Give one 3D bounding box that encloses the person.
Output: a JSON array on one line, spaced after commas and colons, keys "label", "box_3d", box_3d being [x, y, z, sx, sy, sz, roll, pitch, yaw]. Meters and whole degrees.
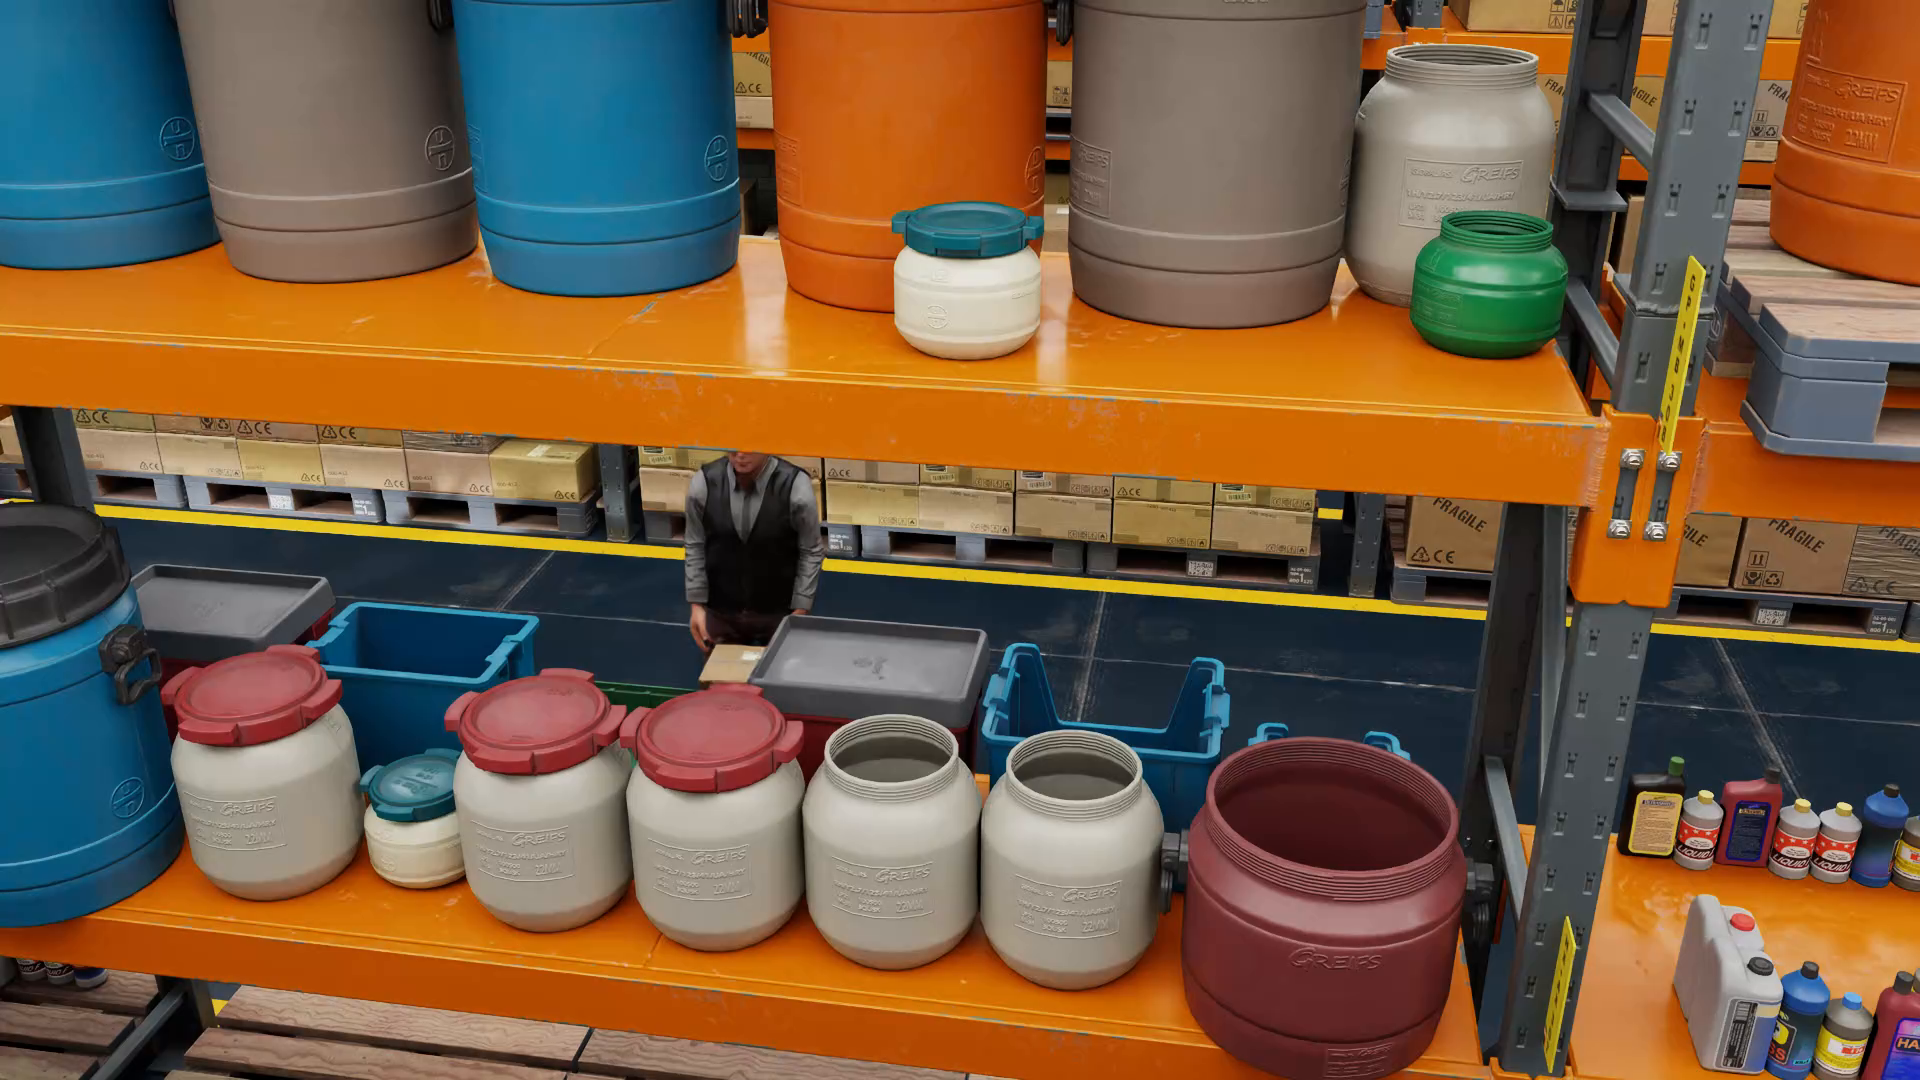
[{"label": "person", "box_3d": [-0.795, 0.285, 6.512, 0.553, 1.724, 0.435, 3, 25, 7]}]
